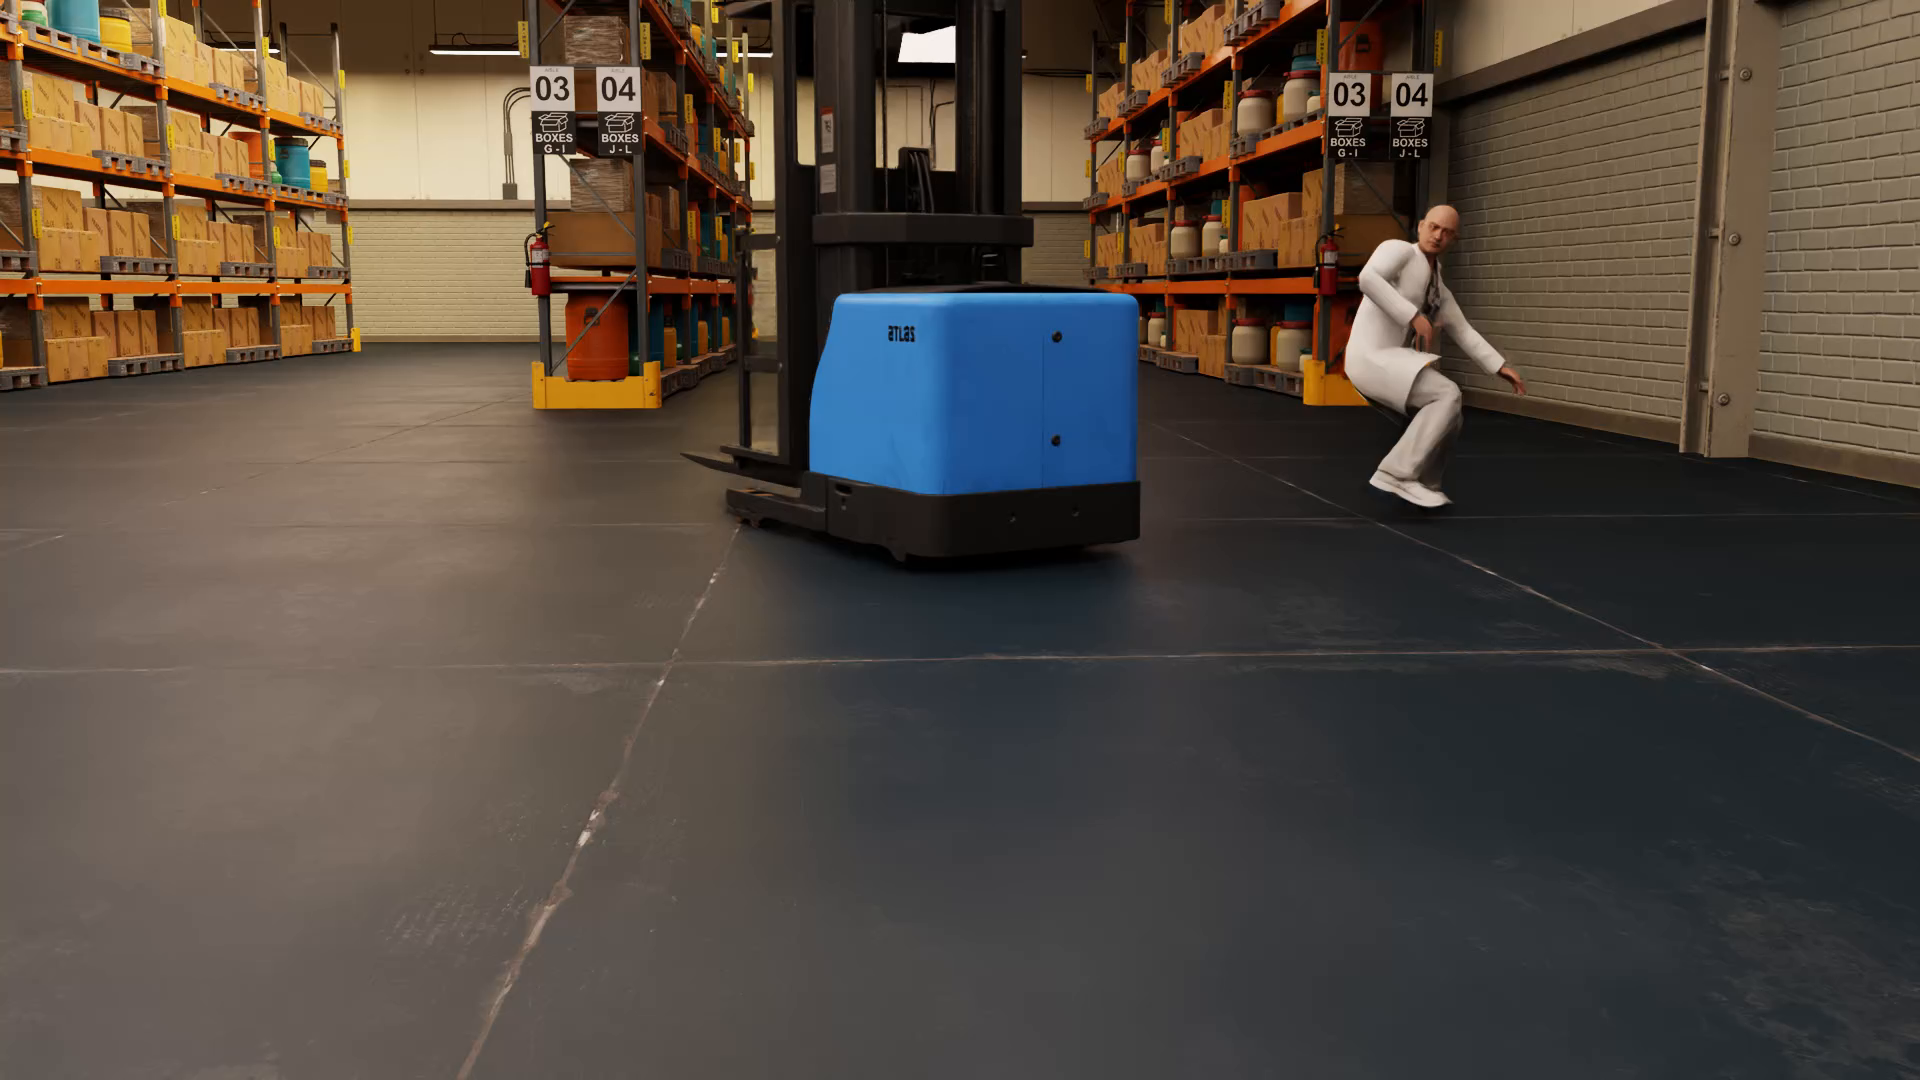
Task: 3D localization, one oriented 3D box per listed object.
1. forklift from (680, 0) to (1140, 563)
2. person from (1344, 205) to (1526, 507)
[{"bbox_3d":[-0.447,-1.535,7.671,1.130,2.935,3.031,-5,10,-31],"label":"forklift"},{"bbox_3d":[2.323,-0.839,8.197,0.782,1.524,0.917,5,10,29],"label":"person"}]
